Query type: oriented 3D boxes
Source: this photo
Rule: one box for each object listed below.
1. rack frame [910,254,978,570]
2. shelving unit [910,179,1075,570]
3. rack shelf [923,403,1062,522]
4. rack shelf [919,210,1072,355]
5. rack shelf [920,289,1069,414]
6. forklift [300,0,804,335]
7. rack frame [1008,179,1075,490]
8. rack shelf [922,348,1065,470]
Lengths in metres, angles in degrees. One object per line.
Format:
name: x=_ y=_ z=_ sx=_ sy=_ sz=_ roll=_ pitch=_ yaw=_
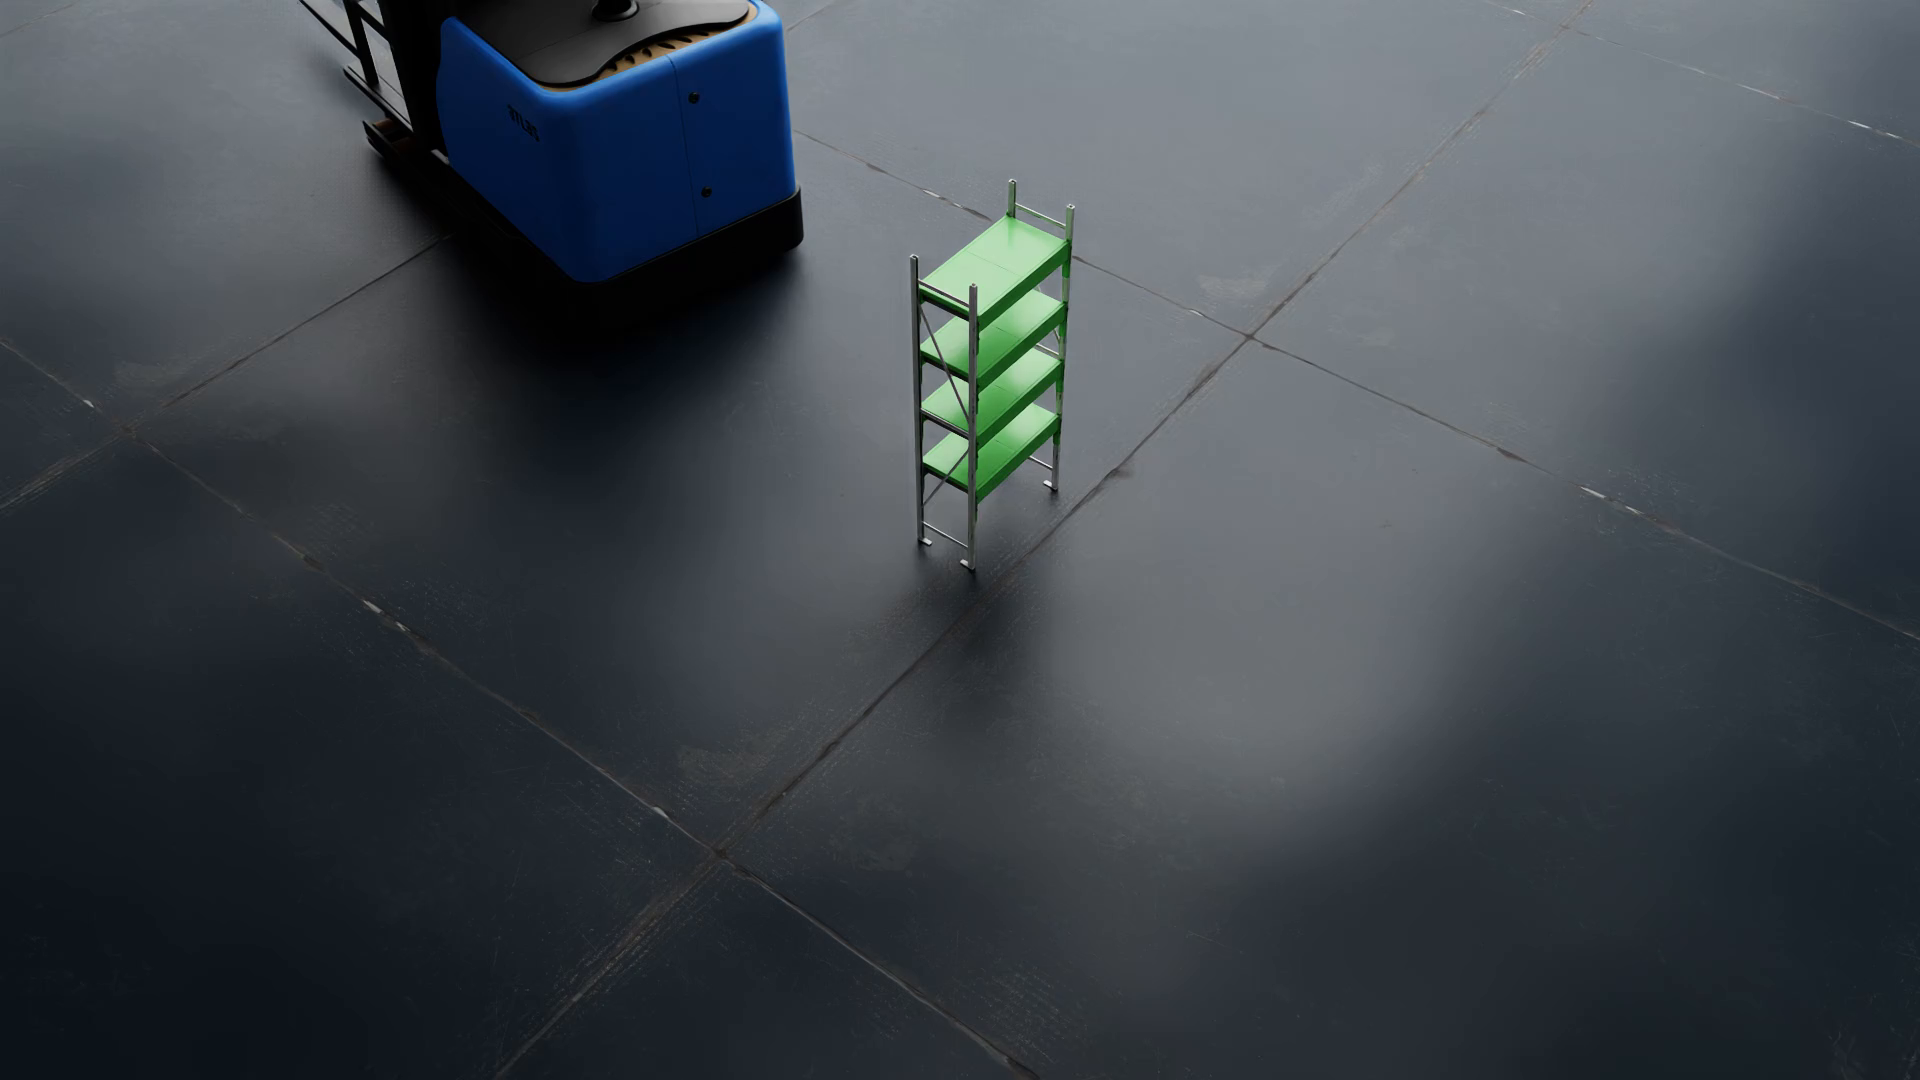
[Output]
rack frame: x=-0.048 y=-0.370 z=5.273 sx=0.240 sy=1.200 sz=0.015 roll=29 pitch=53 yaw=25
shelving unit: x=0.101 y=-0.509 z=5.407 sx=0.258 sy=1.200 sz=0.503 roll=29 pitch=53 yaw=25
rack shelf: x=0.101 y=-0.299 z=5.626 sx=0.258 sy=0.148 sz=0.480 roll=29 pitch=53 yaw=25
rack shelf: x=0.101 y=-0.797 z=5.106 sx=0.258 sy=0.148 sz=0.480 roll=29 pitch=53 yaw=25
rack shelf: x=0.101 y=-0.631 z=5.279 sx=0.258 sy=0.148 sz=0.480 roll=29 pitch=53 yaw=25
forklift: x=-1.966 y=-2.805 z=6.402 sx=1.130 sy=2.935 sz=3.031 roll=-31 pitch=54 yaw=-26
rack frame: x=0.250 y=-0.649 z=5.540 sx=0.240 sy=1.200 sz=0.015 roll=29 pitch=53 yaw=25
rack shelf: x=0.101 y=-0.465 z=5.453 sx=0.258 sy=0.148 sz=0.480 roll=29 pitch=53 yaw=25
